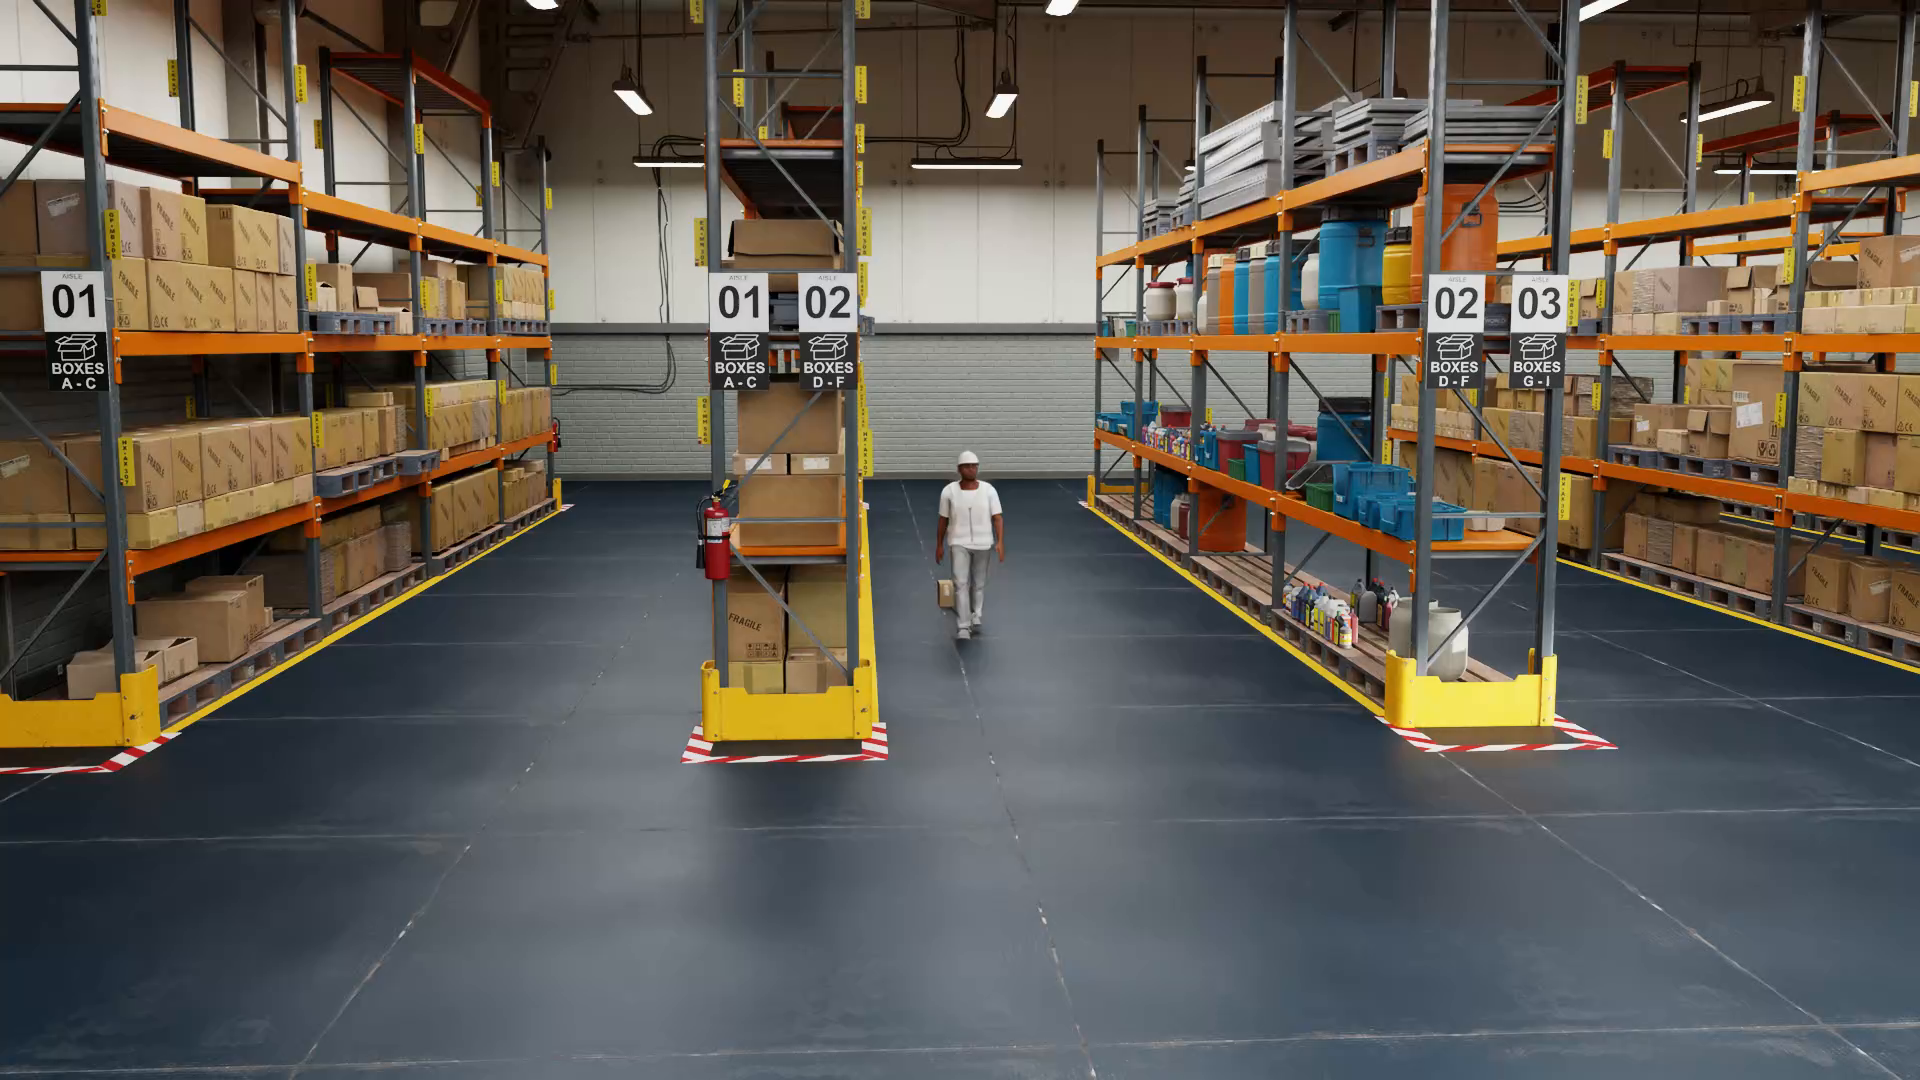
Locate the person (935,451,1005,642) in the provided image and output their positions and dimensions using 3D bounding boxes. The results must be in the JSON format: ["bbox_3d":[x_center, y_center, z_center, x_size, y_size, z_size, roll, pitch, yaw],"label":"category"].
[{"bbox_3d":[0.100,0.044,15.296,0.607,1.712,1.084,-1,7,-8],"label":"person"}]
